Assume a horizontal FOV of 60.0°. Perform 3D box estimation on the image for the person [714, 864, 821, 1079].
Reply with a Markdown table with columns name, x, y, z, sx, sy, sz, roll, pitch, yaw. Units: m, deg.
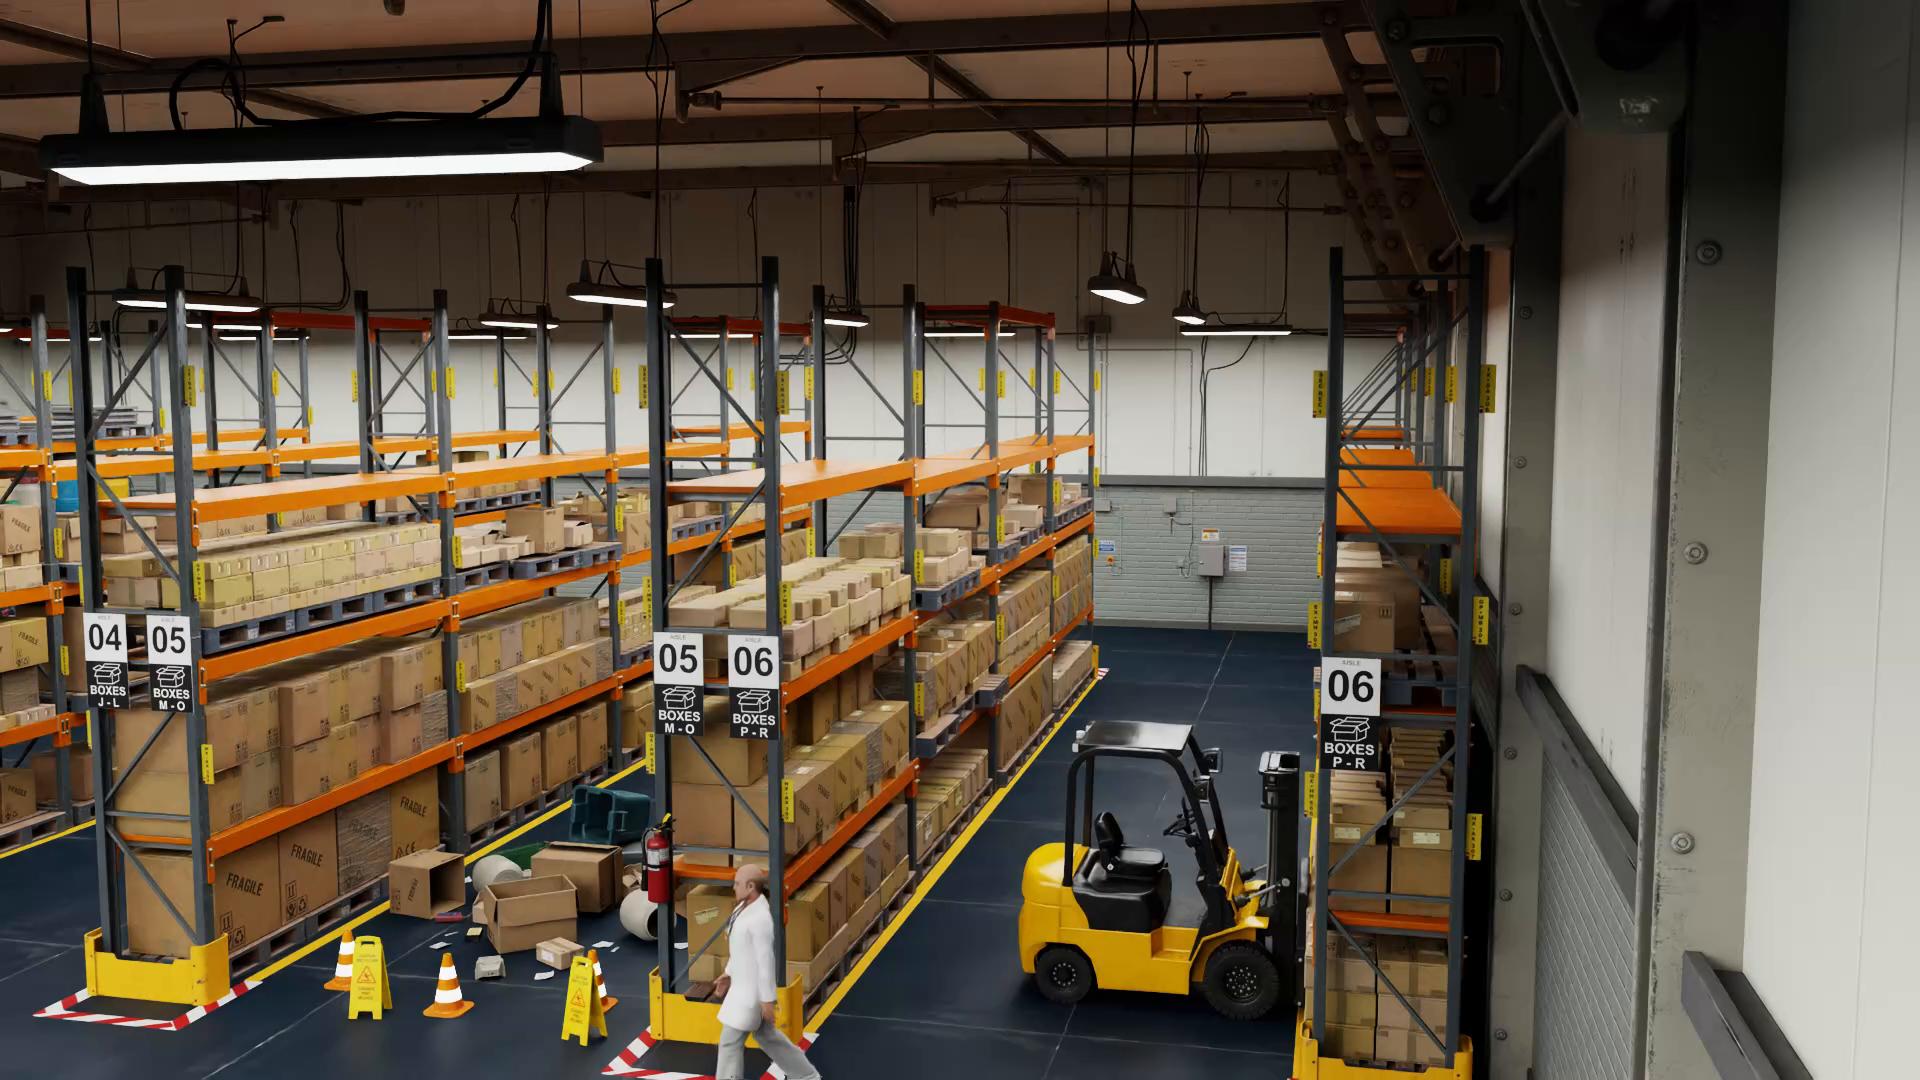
| name | x | y | z | sx | sy | sz | roll | pitch | yaw |
| --- | --- | --- | --- | --- | --- | --- | --- | --- | --- |
| person | -1.435 | 3.122 | 11.604 | 0.924 | 1.758 | 0.559 | -1 | 6 | -8 |
